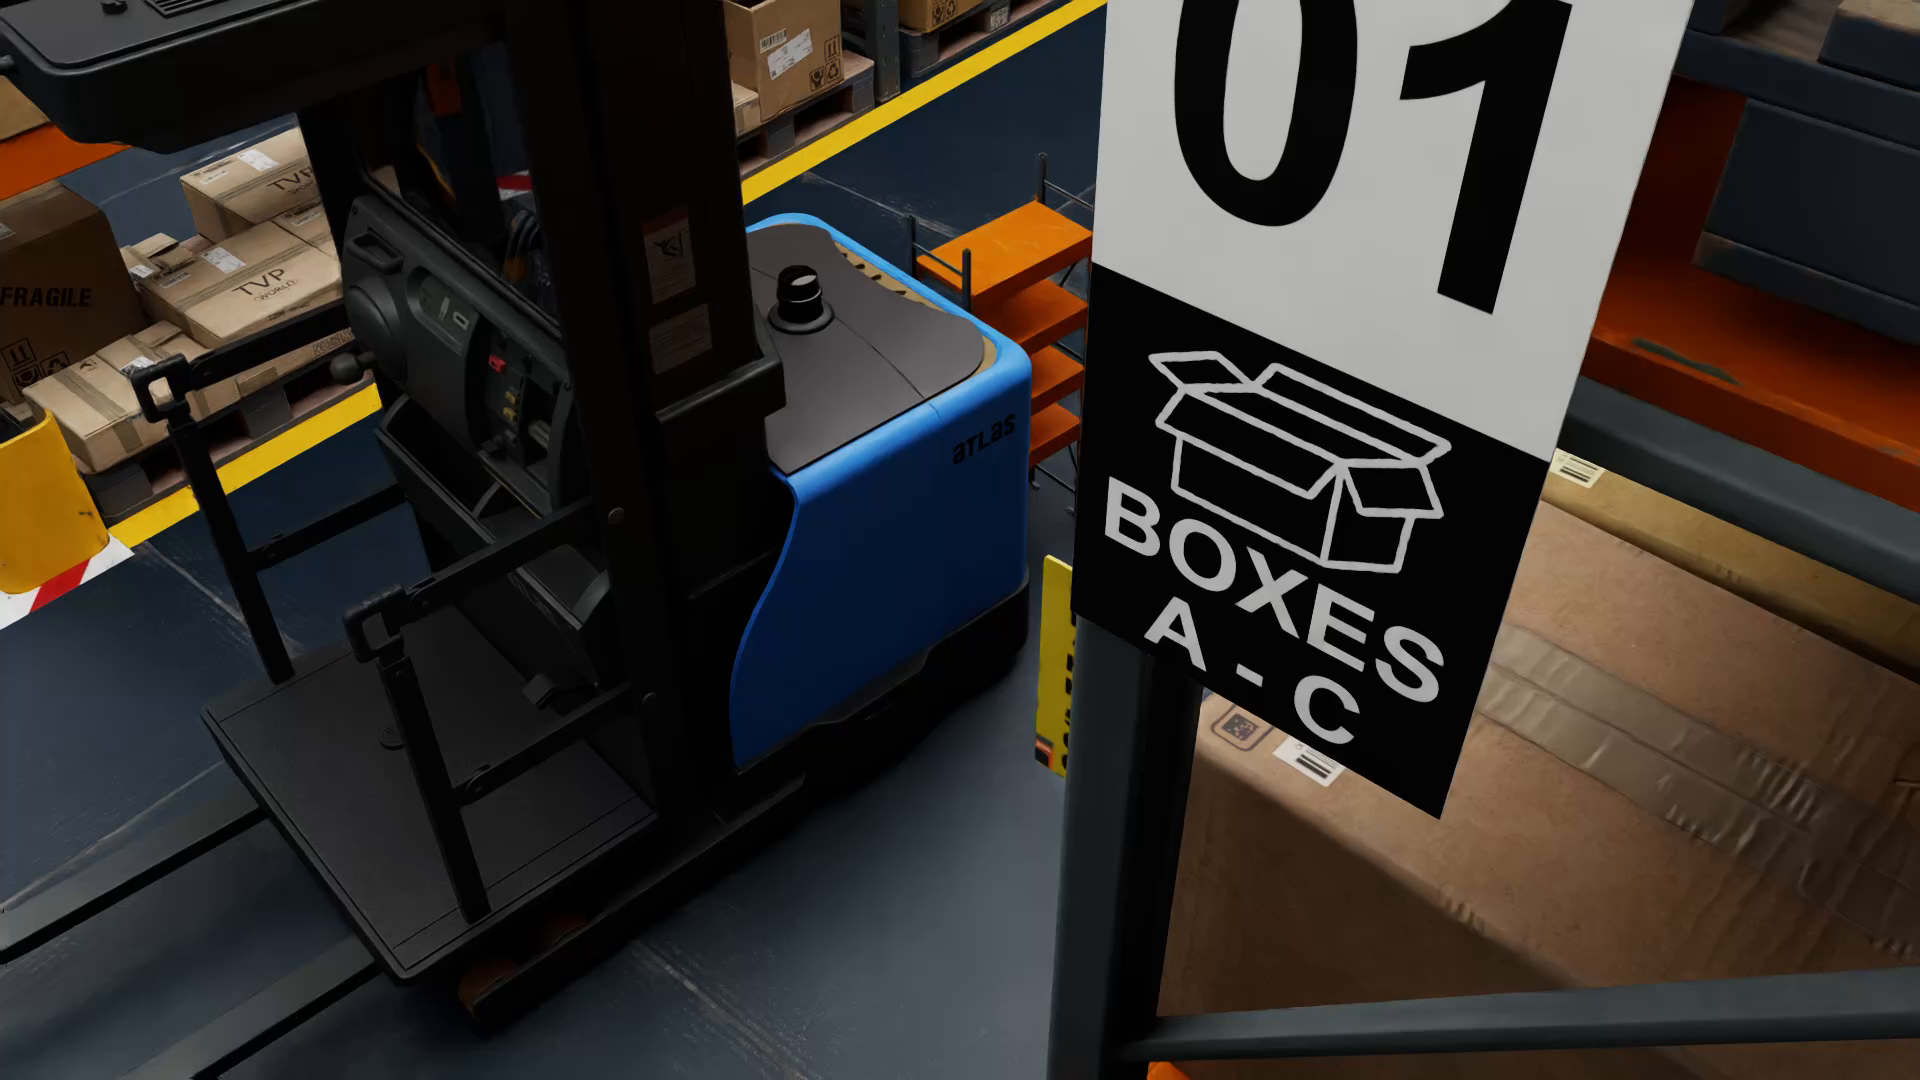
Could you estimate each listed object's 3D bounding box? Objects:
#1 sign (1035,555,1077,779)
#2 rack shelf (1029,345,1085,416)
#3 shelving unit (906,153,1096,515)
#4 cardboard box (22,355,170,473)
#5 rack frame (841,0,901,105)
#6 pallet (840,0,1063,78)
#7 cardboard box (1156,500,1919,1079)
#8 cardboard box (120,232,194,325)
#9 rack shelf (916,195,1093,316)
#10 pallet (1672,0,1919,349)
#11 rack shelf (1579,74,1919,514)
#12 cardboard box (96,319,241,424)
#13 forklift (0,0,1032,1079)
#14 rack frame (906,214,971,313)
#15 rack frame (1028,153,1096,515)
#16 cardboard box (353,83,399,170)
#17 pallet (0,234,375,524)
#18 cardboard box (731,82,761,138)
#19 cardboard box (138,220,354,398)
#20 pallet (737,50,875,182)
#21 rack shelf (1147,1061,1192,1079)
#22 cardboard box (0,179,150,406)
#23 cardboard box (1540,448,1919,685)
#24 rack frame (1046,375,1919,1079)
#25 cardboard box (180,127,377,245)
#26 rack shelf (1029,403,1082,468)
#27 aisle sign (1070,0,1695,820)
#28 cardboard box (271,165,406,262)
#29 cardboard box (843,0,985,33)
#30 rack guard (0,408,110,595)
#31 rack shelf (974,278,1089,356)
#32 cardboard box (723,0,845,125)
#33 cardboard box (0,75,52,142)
[{"bbox_3d":[0.127,0.157,1.811,0.100,0.325,0.005,29,50,28],"label":"sign"},{"bbox_3d":[0.124,-0.419,4.919,0.480,0.148,0.258,-31,51,-30],"label":"rack shelf"},{"bbox_3d":[0.124,-0.469,4.874,0.503,1.200,0.258,-31,51,-30],"label":"shelving unit"},{"bbox_3d":[-2.728,-0.403,5.255,0.380,0.149,0.250,29,50,28],"label":"cardboard box"},{"bbox_3d":[-0.686,-3.287,6.636,1.000,3.000,0.127,29,50,28],"label":"rack frame"},{"bbox_3d":[-0.192,-2.691,8.053,1.003,0.211,1.213,29,50,28],"label":"pallet"},{"bbox_3d":[0.854,0.537,2.207,0.980,0.700,0.700,32,51,30],"label":"cardboard box"},{"bbox_3d":[-2.770,-0.898,5.787,0.380,0.166,0.250,29,50,28],"label":"cardboard box"},{"bbox_3d":[0.124,-0.760,4.610,0.480,0.148,0.258,-31,51,-30],"label":"rack shelf"},{"bbox_3d":[1.003,-0.548,1.460,1.003,0.211,1.213,29,50,28],"label":"pallet"},{"bbox_3d":[1.820,-0.958,2.379,1.077,0.370,4.000,29,50,28],"label":"rack shelf"},{"bbox_3d":[-2.567,-0.538,5.391,0.380,0.166,0.250,29,50,28],"label":"cardboard box"},{"bbox_3d":[-1.233,-0.334,3.439,3.031,2.935,1.130,-31,51,-30],"label":"forklift"},{"bbox_3d":[-0.057,-0.359,4.753,0.015,1.200,0.240,-31,51,-30],"label":"rack frame"},{"bbox_3d":[0.305,-0.579,4.995,0.015,1.200,0.240,-31,51,-30],"label":"rack frame"},{"bbox_3d":[-1.891,-1.557,6.261,0.797,0.503,0.637,29,50,28],"label":"cardboard box"},{"bbox_3d":[-2.699,-0.646,5.804,1.003,0.211,1.213,29,50,28],"label":"pallet"},{"bbox_3d":[-1.031,-1.760,6.748,0.380,0.149,0.250,29,50,28],"label":"cardboard box"},{"bbox_3d":[-2.372,-0.788,5.604,0.500,0.250,0.500,29,50,28],"label":"cardboard box"},{"bbox_3d":[-1.129,-1.902,7.185,1.003,0.211,1.213,29,50,28],"label":"pallet"},{"bbox_3d":[1.820,0.151,3.389,1.077,0.370,4.000,29,50,28],"label":"rack shelf"},{"bbox_3d":[-3.099,-0.852,5.489,0.500,0.500,0.500,29,50,28],"label":"cardboard box"},{"bbox_3d":[1.314,0.158,2.624,0.980,0.700,0.700,29,50,28],"label":"cardboard box"},{"bbox_3d":[0.533,0.915,2.014,1.000,3.000,0.127,29,50,28],"label":"rack frame"},{"bbox_3d":[-2.465,-1.236,6.096,0.500,0.250,0.500,29,50,28],"label":"cardboard box"},{"bbox_3d":[0.124,-0.272,5.053,0.480,0.148,0.258,-31,51,-30],"label":"rack shelf"},{"bbox_3d":[0.257,-0.140,1.241,0.394,0.787,0.004,29,50,28],"label":"aisle sign"},{"bbox_3d":[-2.050,-1.045,5.887,0.500,0.250,0.500,29,50,28],"label":"cardboard box"},{"bbox_3d":[-0.189,-2.669,7.487,0.500,0.500,0.500,27,49,27],"label":"cardboard box"},{"bbox_3d":[-3.212,-0.342,5.254,1.175,0.500,0.348,29,50,28],"label":"rack guard"},{"bbox_3d":[0.124,-0.585,4.769,0.480,0.148,0.258,-31,51,-30],"label":"rack shelf"},{"bbox_3d":[-0.836,-2.109,6.871,0.500,0.500,0.500,29,50,28],"label":"cardboard box"},{"bbox_3d":[-2.773,-1.379,4.463,0.500,0.500,0.500,31,50,29],"label":"cardboard box"}]
